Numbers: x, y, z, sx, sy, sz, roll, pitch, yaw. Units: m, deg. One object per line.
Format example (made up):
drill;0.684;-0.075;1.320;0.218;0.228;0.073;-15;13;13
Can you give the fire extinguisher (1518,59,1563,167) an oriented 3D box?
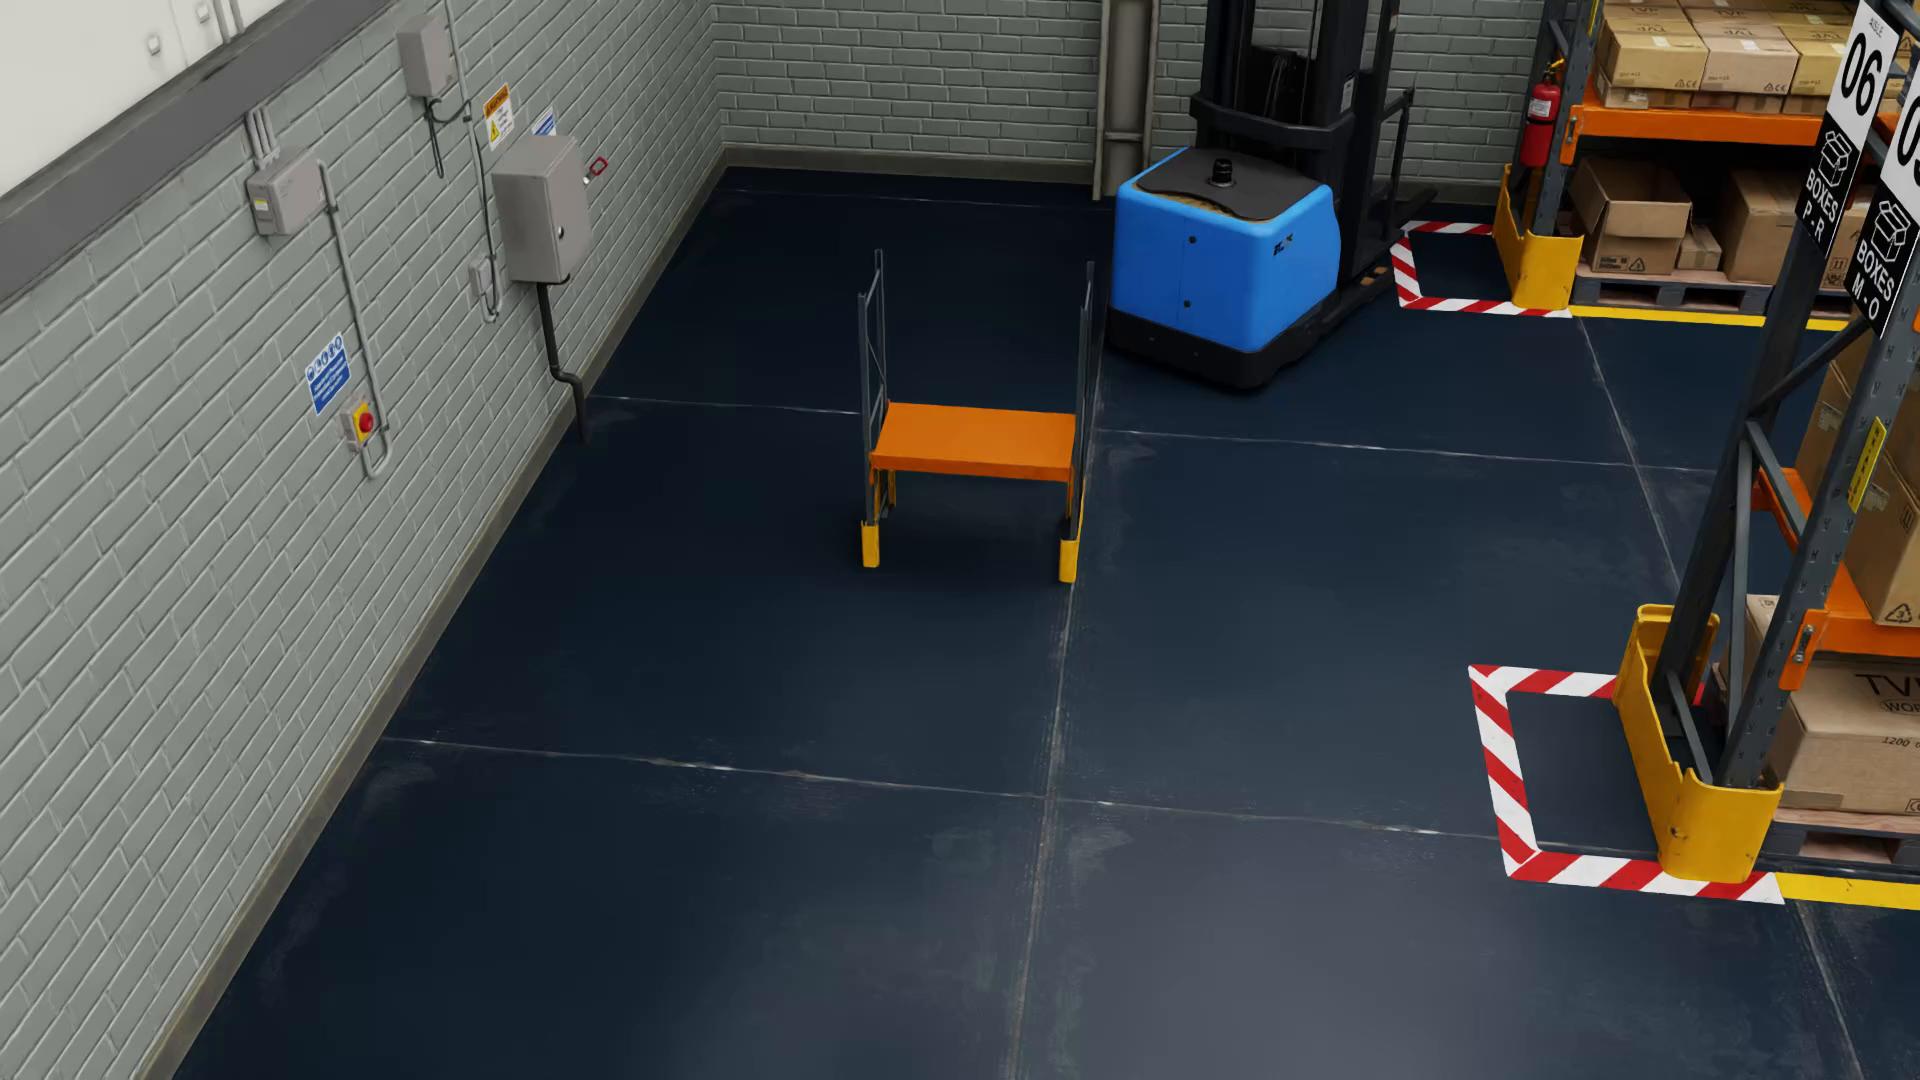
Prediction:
fire extinguisher;3.529;-2.605;10.063;0.183;0.674;0.296;4;36;6

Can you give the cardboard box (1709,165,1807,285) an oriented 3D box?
cardboard box;5.171;-2.012;10.634;0.500;0.500;0.700;6;36;8

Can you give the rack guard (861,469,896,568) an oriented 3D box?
rack guard;-0.418;-0.133;8.578;0.087;0.250;0.587;4;36;6

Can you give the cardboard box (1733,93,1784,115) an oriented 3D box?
cardboard box;4.791;-2.714;10.043;0.250;0.149;0.380;5;36;7

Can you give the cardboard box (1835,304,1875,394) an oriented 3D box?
cardboard box;3.614;-0.733;6.105;0.500;0.500;0.500;5;36;8

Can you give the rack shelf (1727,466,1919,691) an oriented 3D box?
rack shelf;5.089;0.257;6.284;4.000;0.370;1.077;4;36;6

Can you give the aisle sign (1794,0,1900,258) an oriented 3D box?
aisle sign;3.073;-1.426;5.785;0.004;0.787;0.394;4;36;6

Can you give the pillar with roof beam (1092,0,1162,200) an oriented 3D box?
pillar with roof beam;0.626;-3.724;6.079;0.400;9.000;9.100;4;36;6

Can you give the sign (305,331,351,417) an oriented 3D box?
sign;-2.558;-0.674;6.737;0.001;0.218;0.327;4;36;6

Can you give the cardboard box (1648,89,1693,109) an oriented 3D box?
cardboard box;4.283;-2.767;10.118;0.250;0.149;0.380;5;36;7

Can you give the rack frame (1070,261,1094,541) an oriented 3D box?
rack frame;0.589;-0.567;8.110;0.032;1.500;0.500;4;36;6

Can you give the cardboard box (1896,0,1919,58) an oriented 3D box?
cardboard box;5.637;-3.110;9.609;0.500;0.500;0.500;5;36;7

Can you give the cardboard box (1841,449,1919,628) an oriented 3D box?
cardboard box;3.545;-0.023;5.972;0.500;0.500;0.500;4;36;6

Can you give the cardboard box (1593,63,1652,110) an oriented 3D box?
cardboard box;4.025;-2.759;10.107;0.250;0.149;0.380;4;36;6

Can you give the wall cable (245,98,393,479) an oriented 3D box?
wall cable;-2.491;-1.014;6.544;0.123;1.953;0.585;4;36;6

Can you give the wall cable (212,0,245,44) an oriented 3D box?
wall cable;-2.573;-2.884;4.902;0.029;3.000;0.463;4;36;6

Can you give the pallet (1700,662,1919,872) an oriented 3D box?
pallet;3.908;0.966;7.073;1.213;0.211;1.003;4;36;6

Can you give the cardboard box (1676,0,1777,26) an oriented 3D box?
cardboard box;4.735;-3.184;10.359;0.500;0.250;0.500;4;36;6

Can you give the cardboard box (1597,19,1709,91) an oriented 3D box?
cardboard box;4.149;-2.915;9.982;0.500;0.250;0.500;4;36;6

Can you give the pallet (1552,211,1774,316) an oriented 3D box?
pallet;4.600;-1.845;11.010;1.213;0.211;1.003;4;36;6

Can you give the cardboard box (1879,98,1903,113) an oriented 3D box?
cardboard box;5.560;-2.628;9.923;0.250;0.149;0.380;5;36;7

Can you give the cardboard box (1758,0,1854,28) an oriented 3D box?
cardboard box;5.225;-3.145;10.304;0.500;0.250;0.500;5;36;7

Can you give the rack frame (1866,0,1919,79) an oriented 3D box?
rack frame;3.105;-2.625;4.539;0.127;3.000;1.000;4;36;6

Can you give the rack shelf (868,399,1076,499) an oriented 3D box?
rack shelf;0.085;-0.458;8.267;1.000;0.185;0.538;4;36;6

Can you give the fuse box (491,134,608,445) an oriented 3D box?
fuse box;-2.079;-1.262;8.903;0.414;1.711;0.539;4;36;6

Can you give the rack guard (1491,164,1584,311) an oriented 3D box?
rack guard;3.809;-2.021;11.008;0.348;0.500;1.175;4;36;6

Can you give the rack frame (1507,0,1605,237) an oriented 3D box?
rack frame;3.734;-3.044;10.290;0.127;3.000;1.000;4;36;6

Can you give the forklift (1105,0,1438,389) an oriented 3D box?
forklift;2.179;-2.880;10.119;1.130;2.935;3.031;24;42;29

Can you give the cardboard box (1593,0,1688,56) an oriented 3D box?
cardboard box;4.224;-3.223;10.414;0.500;0.250;0.500;5;36;7

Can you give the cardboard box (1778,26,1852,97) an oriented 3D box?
cardboard box;5.153;-2.842;9.881;0.500;0.250;0.500;4;36;5

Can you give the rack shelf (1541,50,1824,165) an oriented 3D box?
rack shelf;5.717;-2.603;10.292;4.000;0.370;1.077;4;36;6

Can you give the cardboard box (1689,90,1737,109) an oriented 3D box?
cardboard box;4.548;-2.768;10.119;0.250;0.149;0.380;4;36;5

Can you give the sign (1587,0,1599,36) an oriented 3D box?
sign;3.665;-3.084;9.600;0.005;0.325;0.100;4;36;6

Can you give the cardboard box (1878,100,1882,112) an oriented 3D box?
cardboard box;5.296;-2.635;9.934;0.250;0.149;0.380;3;36;5

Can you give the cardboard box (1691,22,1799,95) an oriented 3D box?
cardboard box;4.649;-2.878;9.930;0.500;0.250;0.500;5;36;6

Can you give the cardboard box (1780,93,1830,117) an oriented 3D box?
cardboard box;5.055;-2.697;10.020;0.250;0.149;0.380;5;36;7

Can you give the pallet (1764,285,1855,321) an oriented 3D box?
pallet;5.806;-1.753;10.882;1.213;0.211;1.003;4;36;6

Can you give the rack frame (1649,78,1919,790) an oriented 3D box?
rack frame;3.105;-0.184;6.282;0.127;3.000;1.000;4;36;6

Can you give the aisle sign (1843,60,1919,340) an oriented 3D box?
aisle sign;2.997;-1.080;5.300;0.004;0.787;0.394;4;36;6

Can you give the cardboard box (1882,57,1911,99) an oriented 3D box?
cardboard box;5.662;-2.817;9.845;0.500;0.250;0.500;3;36;5

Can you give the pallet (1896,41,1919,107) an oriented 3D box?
pallet;3.842;-1.320;5.368;1.213;0.211;1.003;4;36;6

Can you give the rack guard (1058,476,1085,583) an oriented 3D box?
rack guard;0.570;-0.059;8.475;0.087;0.250;0.587;4;36;6

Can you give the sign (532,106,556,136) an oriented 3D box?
sign;-2.221;-2.048;8.976;0.001;0.494;0.329;4;36;6

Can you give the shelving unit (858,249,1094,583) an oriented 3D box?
shelving unit;0.076;-0.605;8.163;1.083;1.500;0.587;4;36;6

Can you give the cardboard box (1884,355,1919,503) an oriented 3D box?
cardboard box;3.545;-0.432;5.683;0.500;0.500;0.500;4;36;5

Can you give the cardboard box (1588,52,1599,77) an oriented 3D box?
cardboard box;4.096;-3.072;10.545;0.250;0.149;0.380;4;36;5

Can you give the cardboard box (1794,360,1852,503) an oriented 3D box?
cardboard box;3.617;-0.341;6.417;0.500;0.500;0.500;4;36;6

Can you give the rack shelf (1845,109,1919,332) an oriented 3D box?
rack shelf;5.089;-0.964;5.412;4.000;0.370;1.077;4;36;6

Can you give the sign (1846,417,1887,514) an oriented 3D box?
sign;3.028;-0.249;5.560;0.005;0.325;0.100;4;36;6

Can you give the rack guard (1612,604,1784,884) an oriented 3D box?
rack guard;3.081;0.832;7.011;0.348;0.500;1.175;4;36;6

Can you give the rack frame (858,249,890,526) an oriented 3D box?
rack frame;-0.420;-0.642;8.215;0.032;1.500;0.500;4;36;6

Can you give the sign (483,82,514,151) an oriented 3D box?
sign;-2.291;-2.107;8.266;0.001;0.242;0.339;4;36;6

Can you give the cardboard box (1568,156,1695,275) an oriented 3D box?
cardboard box;4.328;-2.099;10.753;0.637;0.503;0.797;3;36;4

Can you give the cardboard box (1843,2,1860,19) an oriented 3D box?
cardboard box;5.744;-3.106;10.250;0.500;0.250;0.500;4;36;6

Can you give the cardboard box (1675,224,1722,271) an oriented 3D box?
cardboard box;4.745;-1.901;10.781;0.250;0.149;0.380;3;36;4

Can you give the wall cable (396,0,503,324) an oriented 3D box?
wall cable;-2.322;-1.819;7.699;0.122;1.984;0.588;4;36;6

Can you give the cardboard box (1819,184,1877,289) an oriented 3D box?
cardboard box;5.683;-1.915;10.499;0.500;0.500;0.500;5;36;7

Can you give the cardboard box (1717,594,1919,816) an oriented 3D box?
cardboard box;3.772;0.680;6.917;0.875;0.438;0.875;3;36;4
